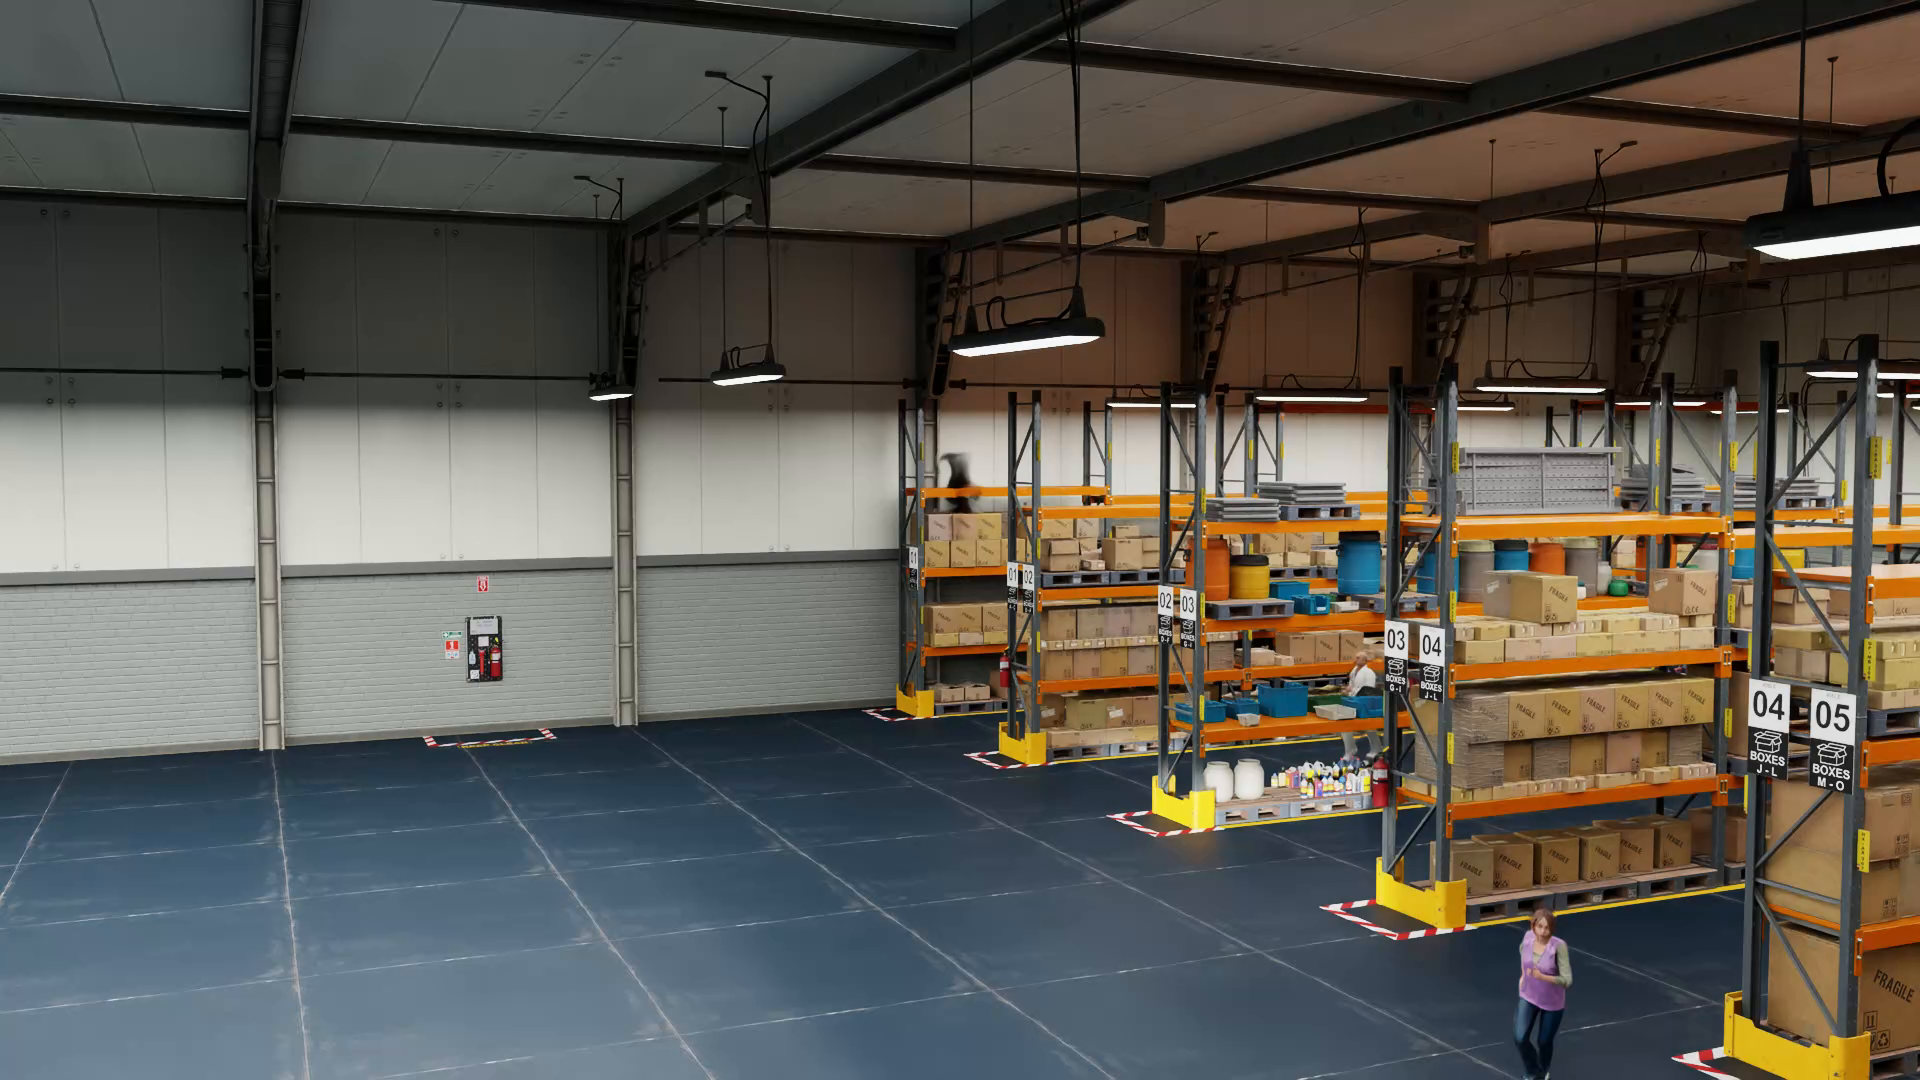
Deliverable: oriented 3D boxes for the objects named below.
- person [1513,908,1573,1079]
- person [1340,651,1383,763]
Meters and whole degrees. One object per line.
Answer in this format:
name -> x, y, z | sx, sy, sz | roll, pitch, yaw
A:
person -> 4.566, 3.628, 12.995 | 0.483, 1.557, 0.809 | 2, 4, 32
person -> 6.481, 2.709, 26.856 | 0.897, 1.839, 0.667 | -2, 4, -31
